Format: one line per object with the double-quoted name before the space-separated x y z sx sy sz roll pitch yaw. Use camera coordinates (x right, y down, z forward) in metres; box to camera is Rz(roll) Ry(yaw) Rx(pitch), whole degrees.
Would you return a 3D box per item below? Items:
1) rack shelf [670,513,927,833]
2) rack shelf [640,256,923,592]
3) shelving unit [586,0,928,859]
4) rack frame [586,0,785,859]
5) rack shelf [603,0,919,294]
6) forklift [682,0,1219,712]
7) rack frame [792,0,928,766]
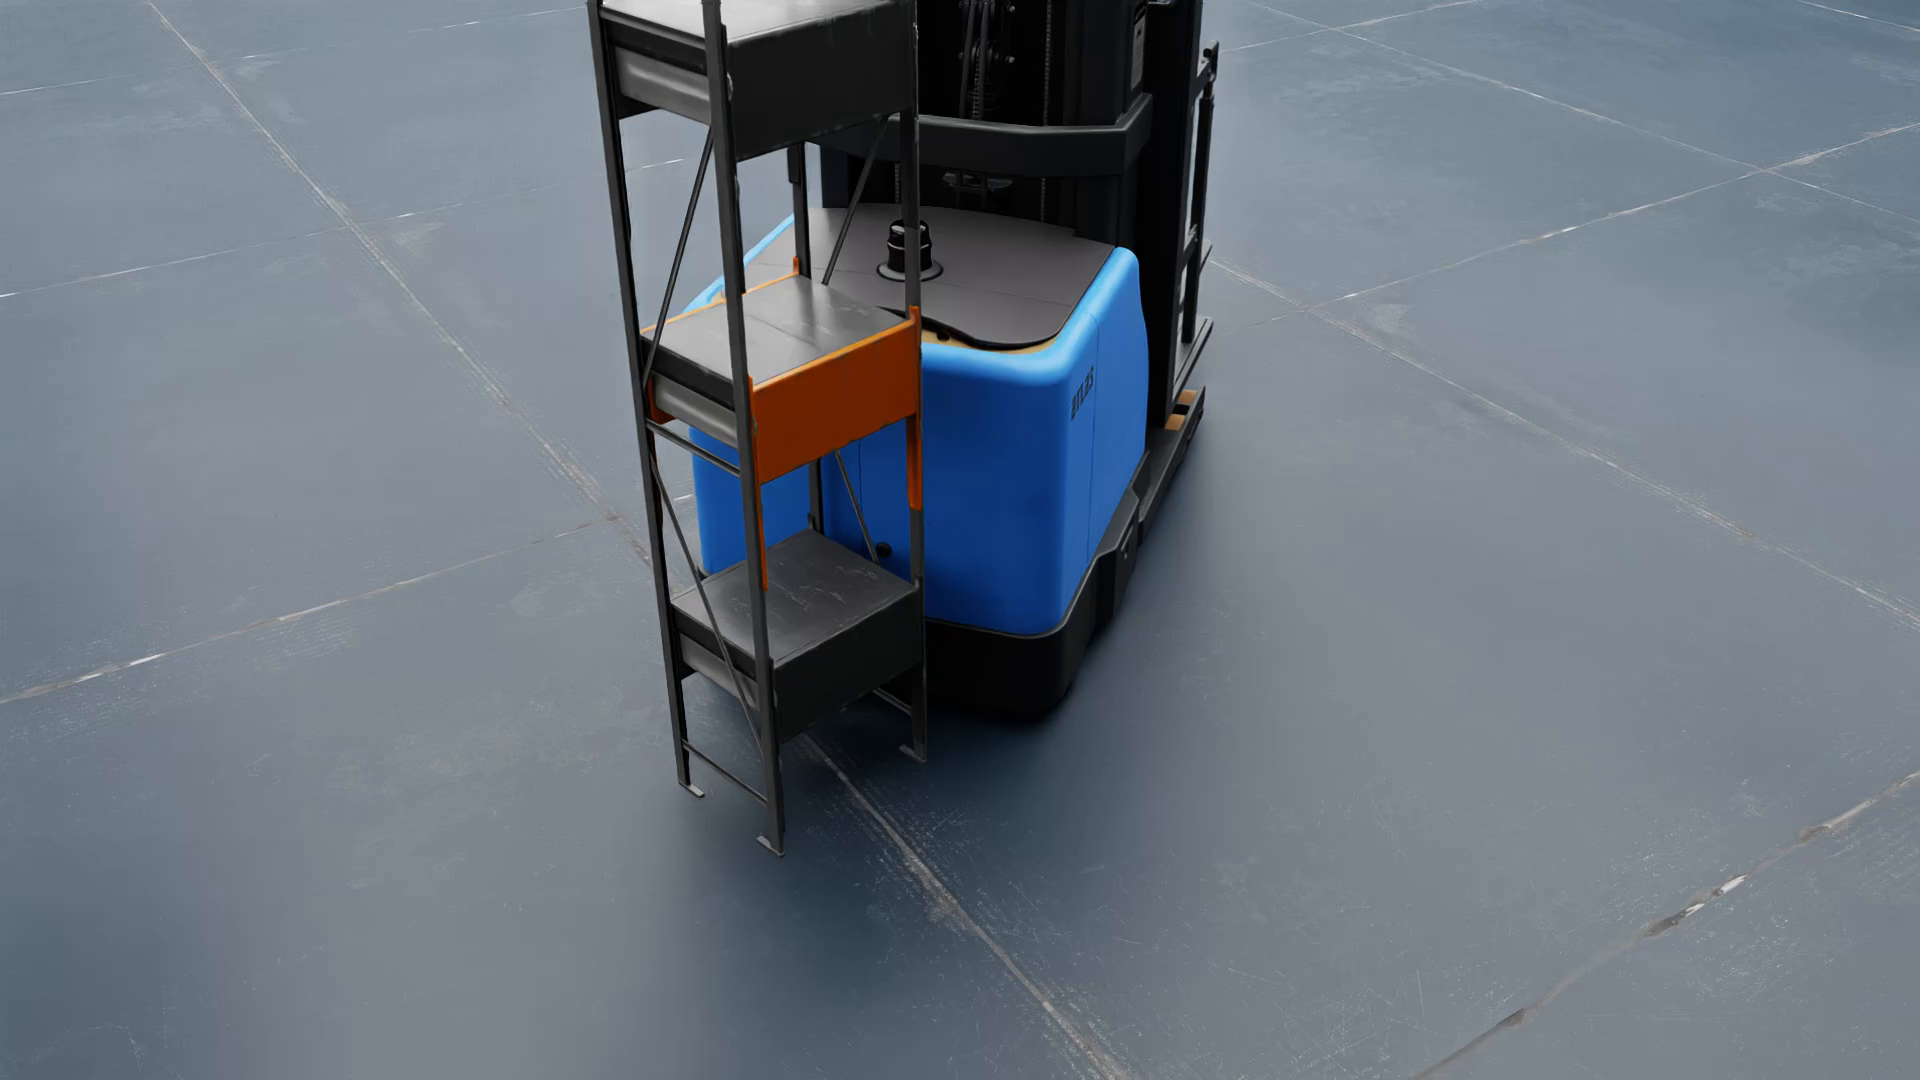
"rack shelf" -0.403 0.318 4.116 0.431 0.518 0.480 27 41 36
"rack shelf" -0.403 -0.274 3.743 0.431 0.518 0.480 27 41 36
"shelving unit" -0.403 -0.286 3.735 0.431 2.100 0.503 27 41 36
"rack frame" -0.573 -0.193 3.587 0.400 2.100 0.015 27 41 36
"rack shelf" -0.403 -0.866 3.369 0.431 0.518 0.480 27 41 36
"forklift" 0.223 -1.564 4.982 1.130 2.935 3.031 10 34 15
"rack frame" -0.233 -0.379 3.883 0.400 2.100 0.015 27 41 36
